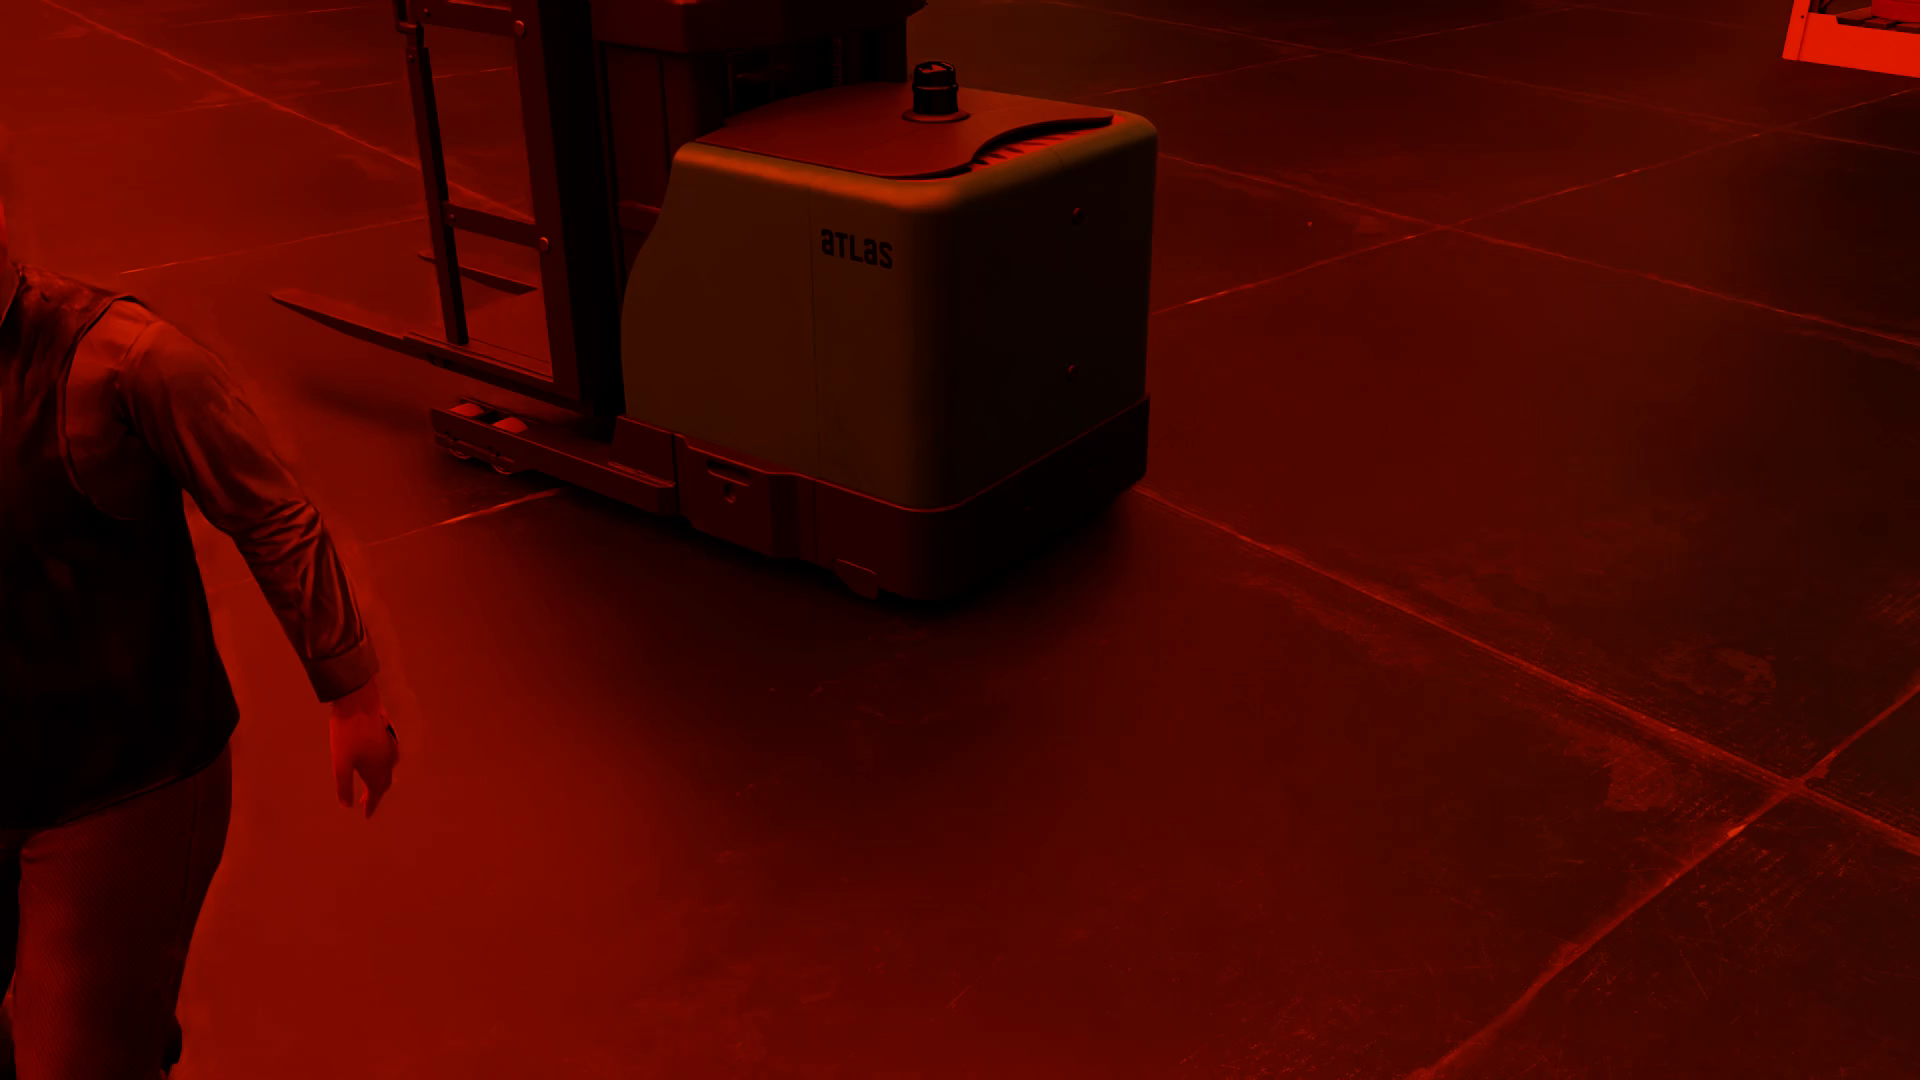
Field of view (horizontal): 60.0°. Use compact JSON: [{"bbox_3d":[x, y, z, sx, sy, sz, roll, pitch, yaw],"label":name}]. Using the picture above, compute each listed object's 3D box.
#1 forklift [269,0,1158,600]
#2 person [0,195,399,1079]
[{"bbox_3d":[-0.956,-1.672,4.573,3.031,2.935,1.130,18,32,32],"label":"forklift"},{"bbox_3d":[-1.099,0.302,2.022,0.705,1.673,0.555,4,27,9],"label":"person"}]
